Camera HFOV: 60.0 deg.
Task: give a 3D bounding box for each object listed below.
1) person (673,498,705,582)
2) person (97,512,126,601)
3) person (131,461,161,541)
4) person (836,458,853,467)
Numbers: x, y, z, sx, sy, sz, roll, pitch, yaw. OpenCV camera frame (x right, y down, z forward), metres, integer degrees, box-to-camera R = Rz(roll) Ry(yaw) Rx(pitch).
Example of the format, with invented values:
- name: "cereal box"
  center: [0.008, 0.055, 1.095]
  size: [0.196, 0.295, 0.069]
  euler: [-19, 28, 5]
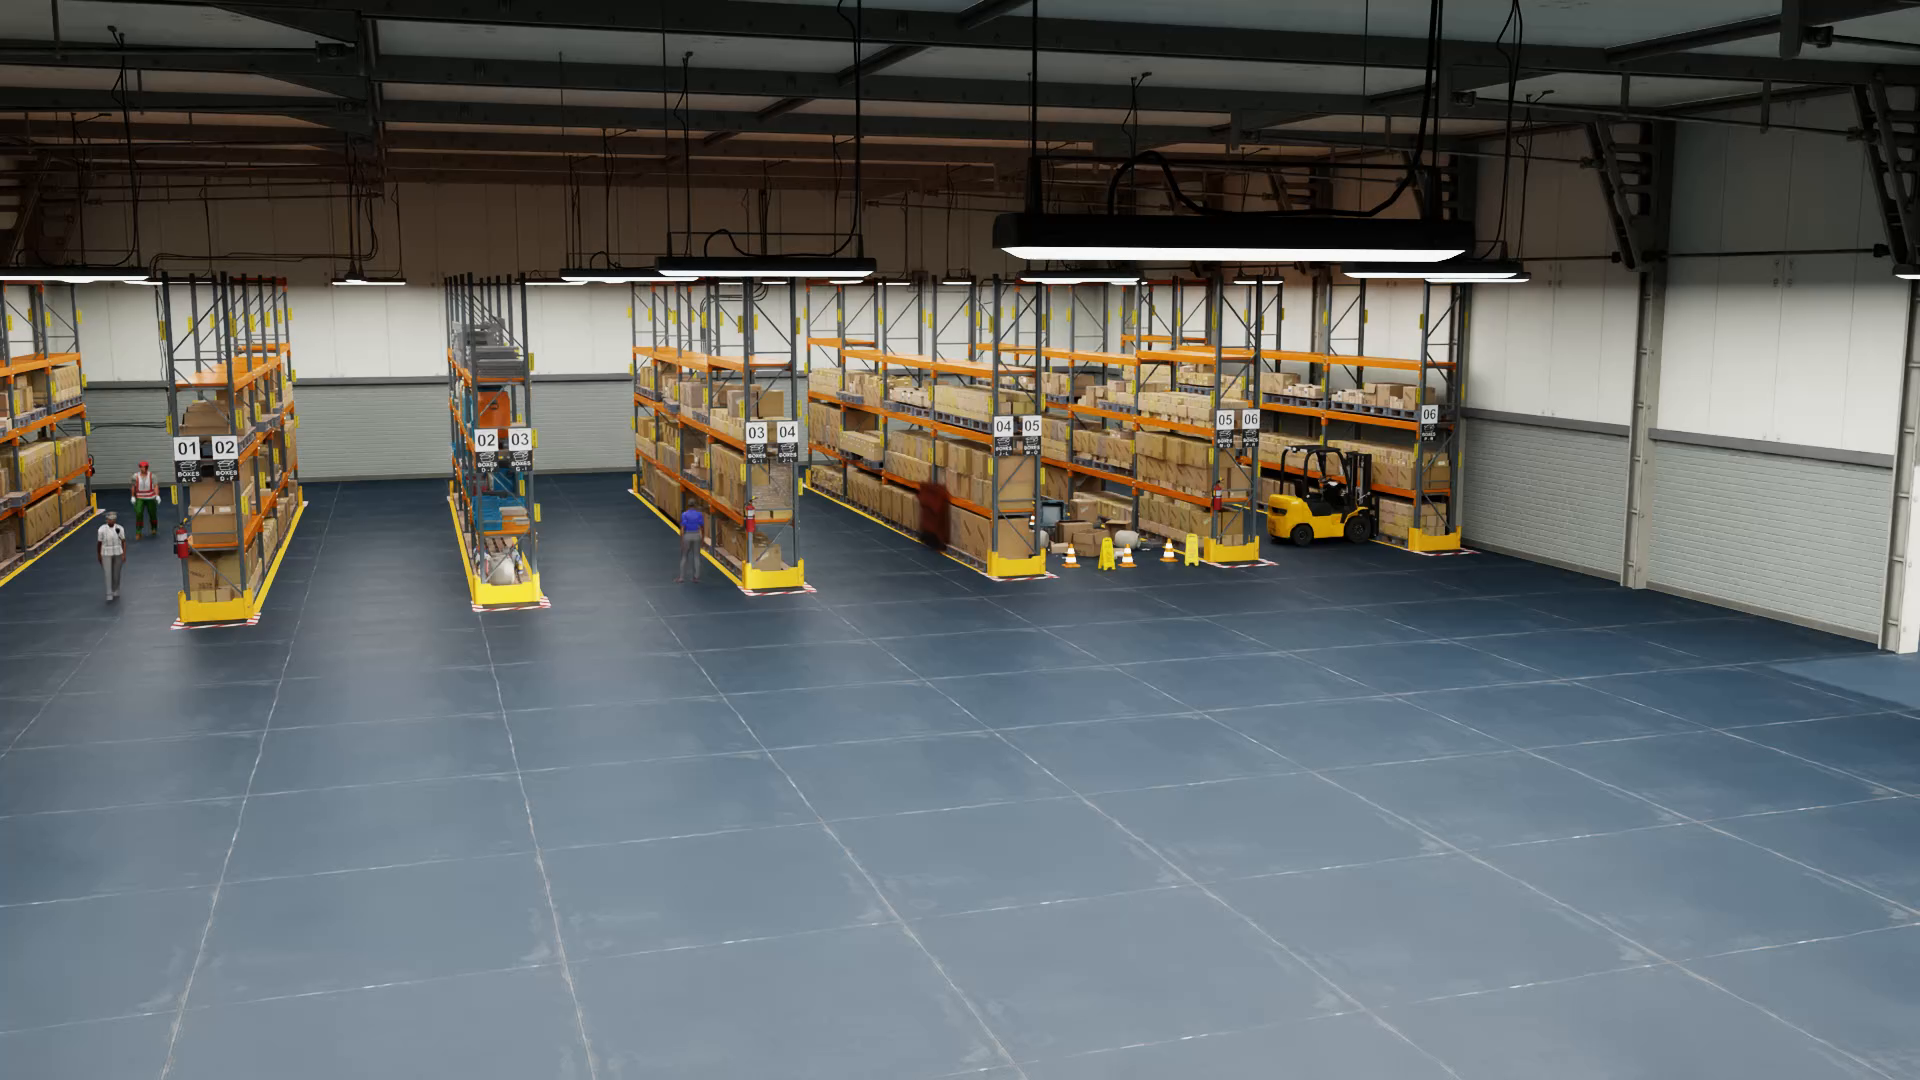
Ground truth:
- name: "person"
  center: [-5.307, 0.015, 32.596]
  size: [0.605, 1.674, 0.543]
  euler: [-3, 9, -19]
- name: "person"
  center: [-15.644, 0.281, 30.682]
  size: [0.502, 1.626, 0.961]
  euler: [-7, 11, -39]
- name: "person"
  center: [-18.816, -0.935, 38.399]
  size: [0.681, 1.792, 0.904]
  euler: [-2, 9, -10]
- name: "person"
  center: [-3.487, -2.765, 50.565]
  size: [0.462, 1.802, 0.585]
  euler: [-8, 12, -43]
